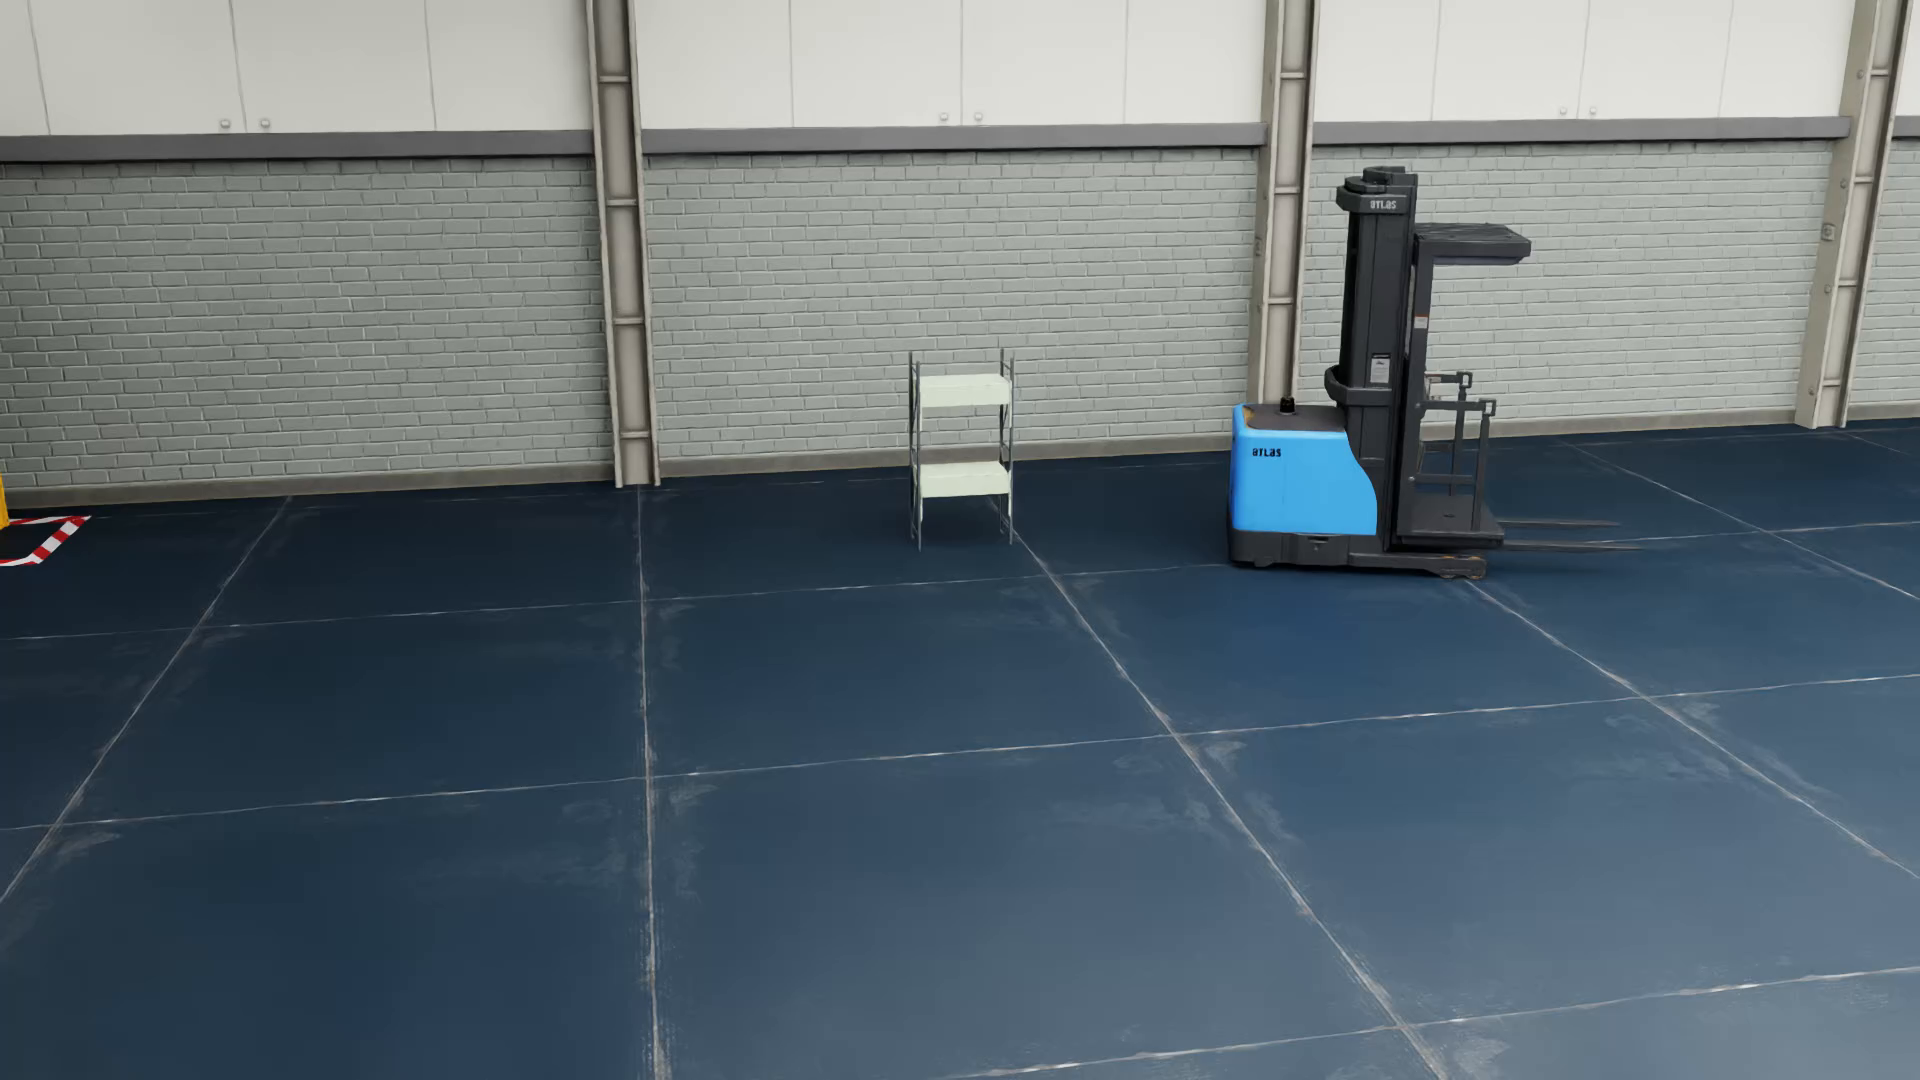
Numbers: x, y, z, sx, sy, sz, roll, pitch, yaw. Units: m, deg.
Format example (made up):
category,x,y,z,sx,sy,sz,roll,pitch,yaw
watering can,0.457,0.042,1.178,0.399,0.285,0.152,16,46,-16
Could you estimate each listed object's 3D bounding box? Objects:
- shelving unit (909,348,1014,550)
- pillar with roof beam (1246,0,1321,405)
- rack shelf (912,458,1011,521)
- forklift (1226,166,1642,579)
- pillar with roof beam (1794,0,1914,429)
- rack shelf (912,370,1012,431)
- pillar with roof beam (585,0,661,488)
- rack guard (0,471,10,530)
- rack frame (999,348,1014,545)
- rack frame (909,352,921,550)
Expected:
category,x,y,z,sx,sy,sz,roll,pitch,yaw
shelving unit,0.007,-0.717,13.093,0.755,1.500,0.431,-3,17,-10
pillar with roof beam,3.802,-3.917,10.740,0.400,9.000,9.100,-3,17,-10
rack shelf,0.007,-0.406,13.189,0.720,0.370,0.431,-3,17,-10
forklift,3.605,-1.275,12.471,3.031,2.935,1.130,2,17,6
pillar with roof beam,9.693,-4.252,11.828,0.400,9.000,9.100,-3,17,-10
rack shelf,0.007,-1.090,12.978,0.720,0.370,0.431,-3,17,-10
pillar with roof beam,-2.090,-3.583,9.651,0.400,9.000,9.100,-3,17,-10
rack guard,-7.919,-0.208,13.136,0.348,0.500,1.175,-3,17,-10
rack frame,0.366,-0.738,13.159,0.023,1.500,0.400,-3,17,-10
rack frame,-0.353,-0.697,13.026,0.023,1.500,0.400,-3,17,-10
